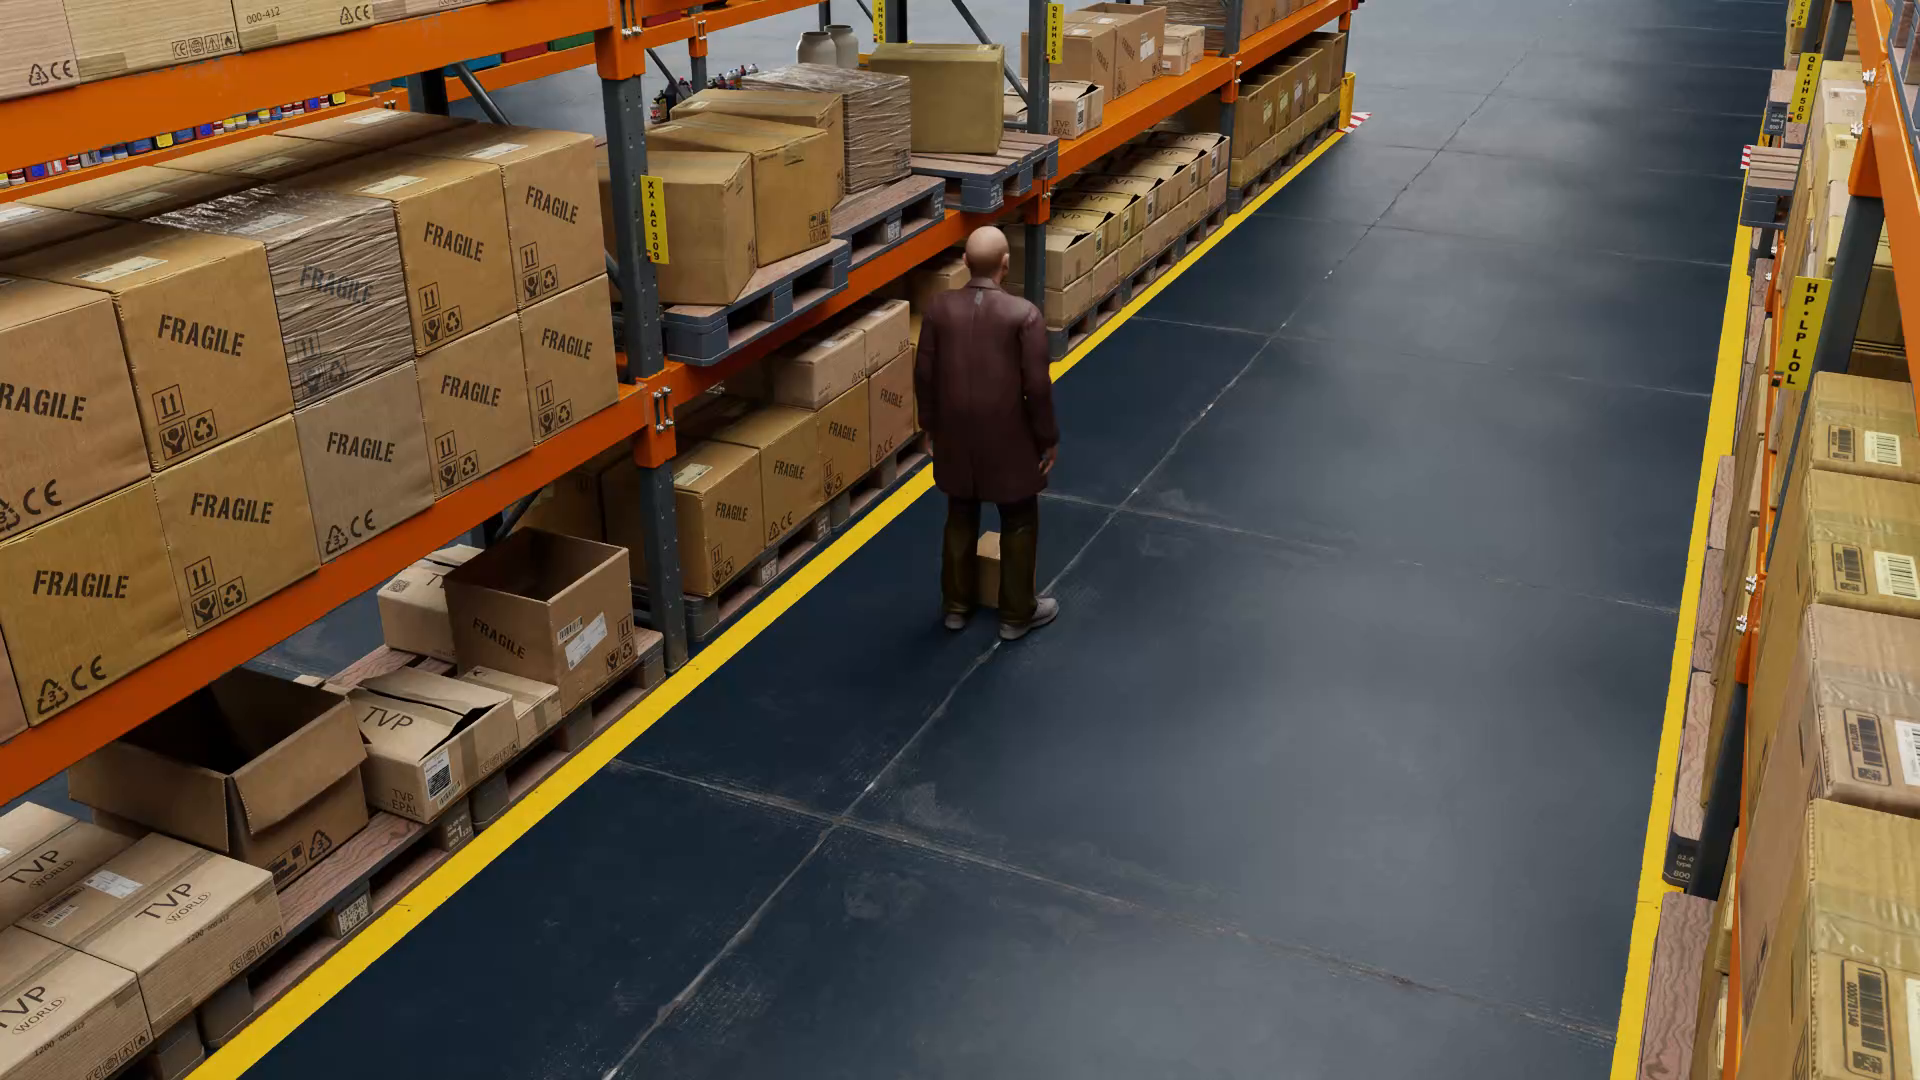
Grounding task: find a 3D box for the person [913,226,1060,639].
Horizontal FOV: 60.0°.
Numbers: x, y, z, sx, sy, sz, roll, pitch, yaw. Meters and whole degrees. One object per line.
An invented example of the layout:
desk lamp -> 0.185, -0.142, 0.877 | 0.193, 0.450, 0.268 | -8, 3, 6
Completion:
person -> 0.119, -0.443, 7.047 | 0.642, 1.773, 0.416 | 10, 28, 20
